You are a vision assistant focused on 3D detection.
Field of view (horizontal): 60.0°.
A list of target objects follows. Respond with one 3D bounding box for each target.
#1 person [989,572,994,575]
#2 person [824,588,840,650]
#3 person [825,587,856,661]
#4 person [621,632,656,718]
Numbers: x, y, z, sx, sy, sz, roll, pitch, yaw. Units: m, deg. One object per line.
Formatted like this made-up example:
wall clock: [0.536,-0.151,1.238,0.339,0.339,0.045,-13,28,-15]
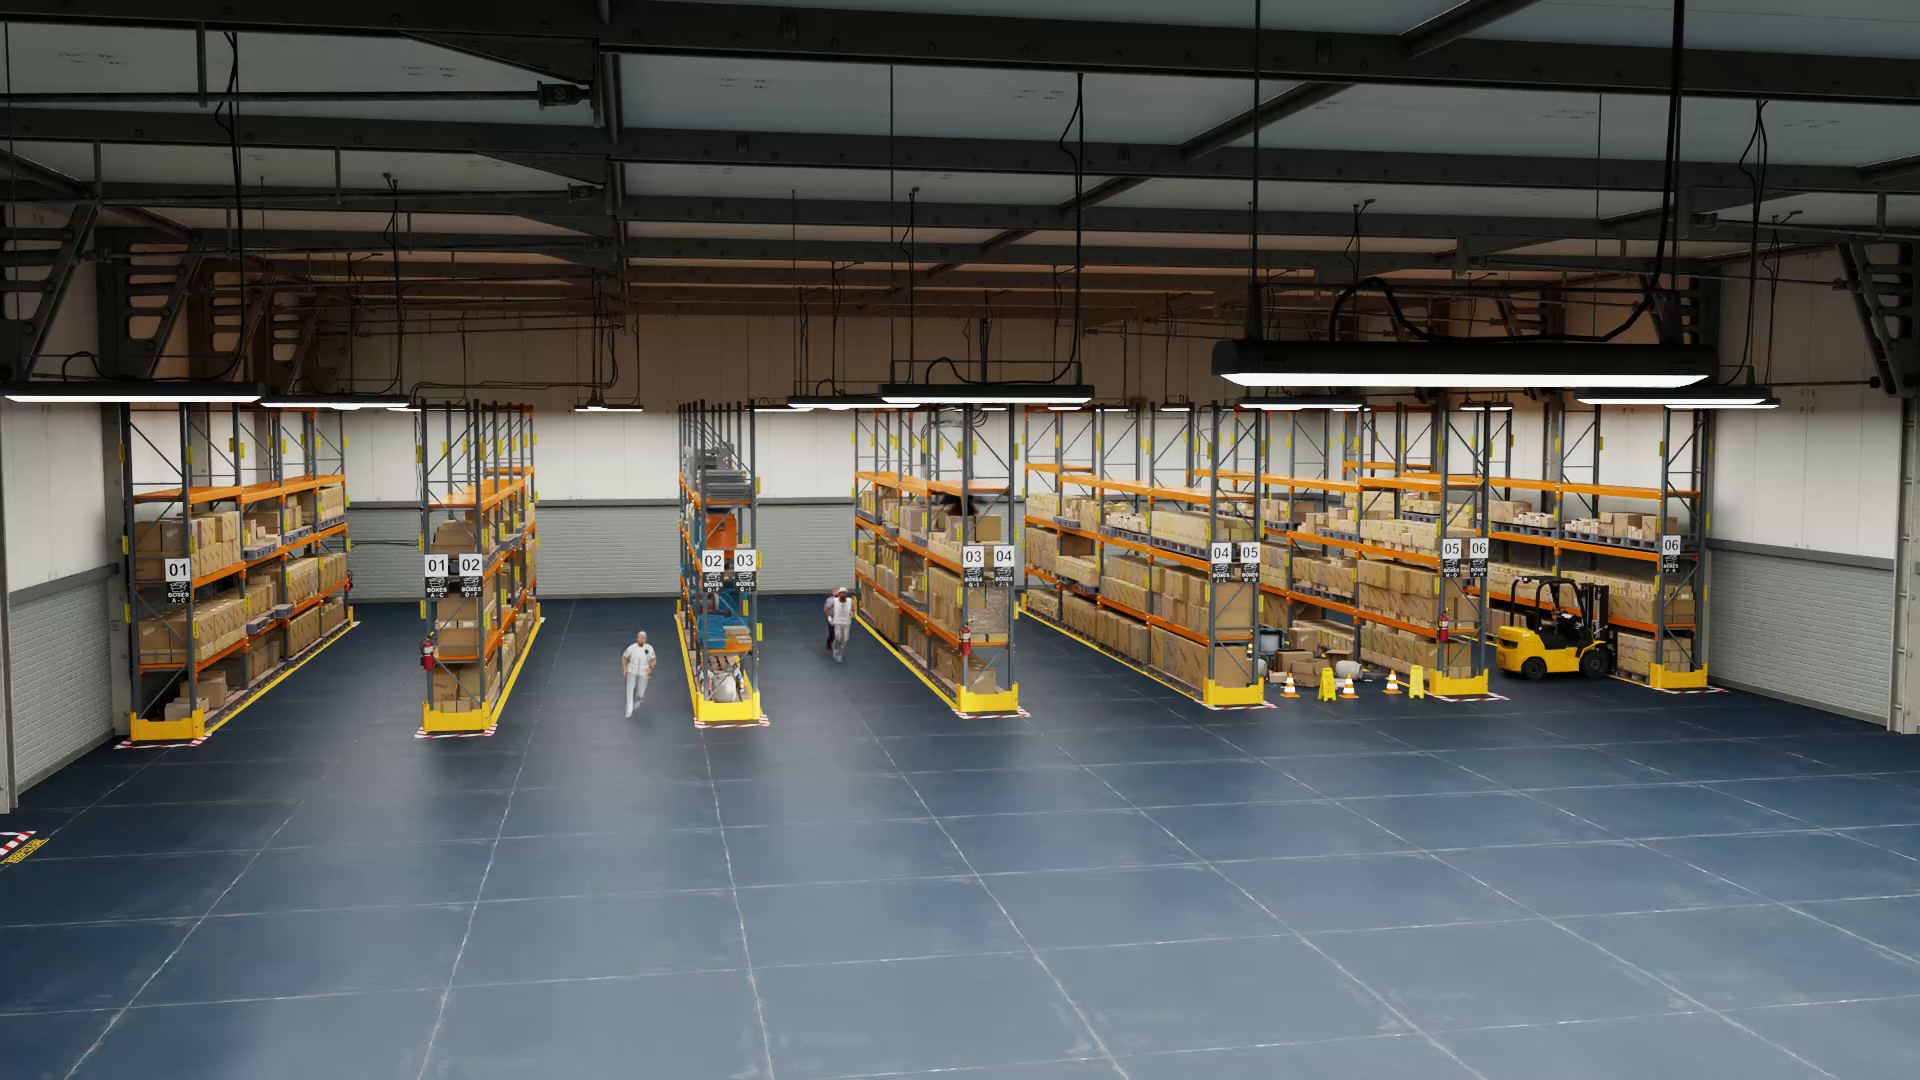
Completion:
person: [0.923,1.244,48.725,0.614,1.629,0.723,2,5,23]
person: [-2.939,1.944,39.666,0.604,1.616,0.605,-1,4,-10]
person: [-2.720,1.949,38.391,0.680,1.732,0.629,-1,5,-18]
person: [-6.116,2.543,31.669,0.649,1.617,0.549,-1,4,-9]
